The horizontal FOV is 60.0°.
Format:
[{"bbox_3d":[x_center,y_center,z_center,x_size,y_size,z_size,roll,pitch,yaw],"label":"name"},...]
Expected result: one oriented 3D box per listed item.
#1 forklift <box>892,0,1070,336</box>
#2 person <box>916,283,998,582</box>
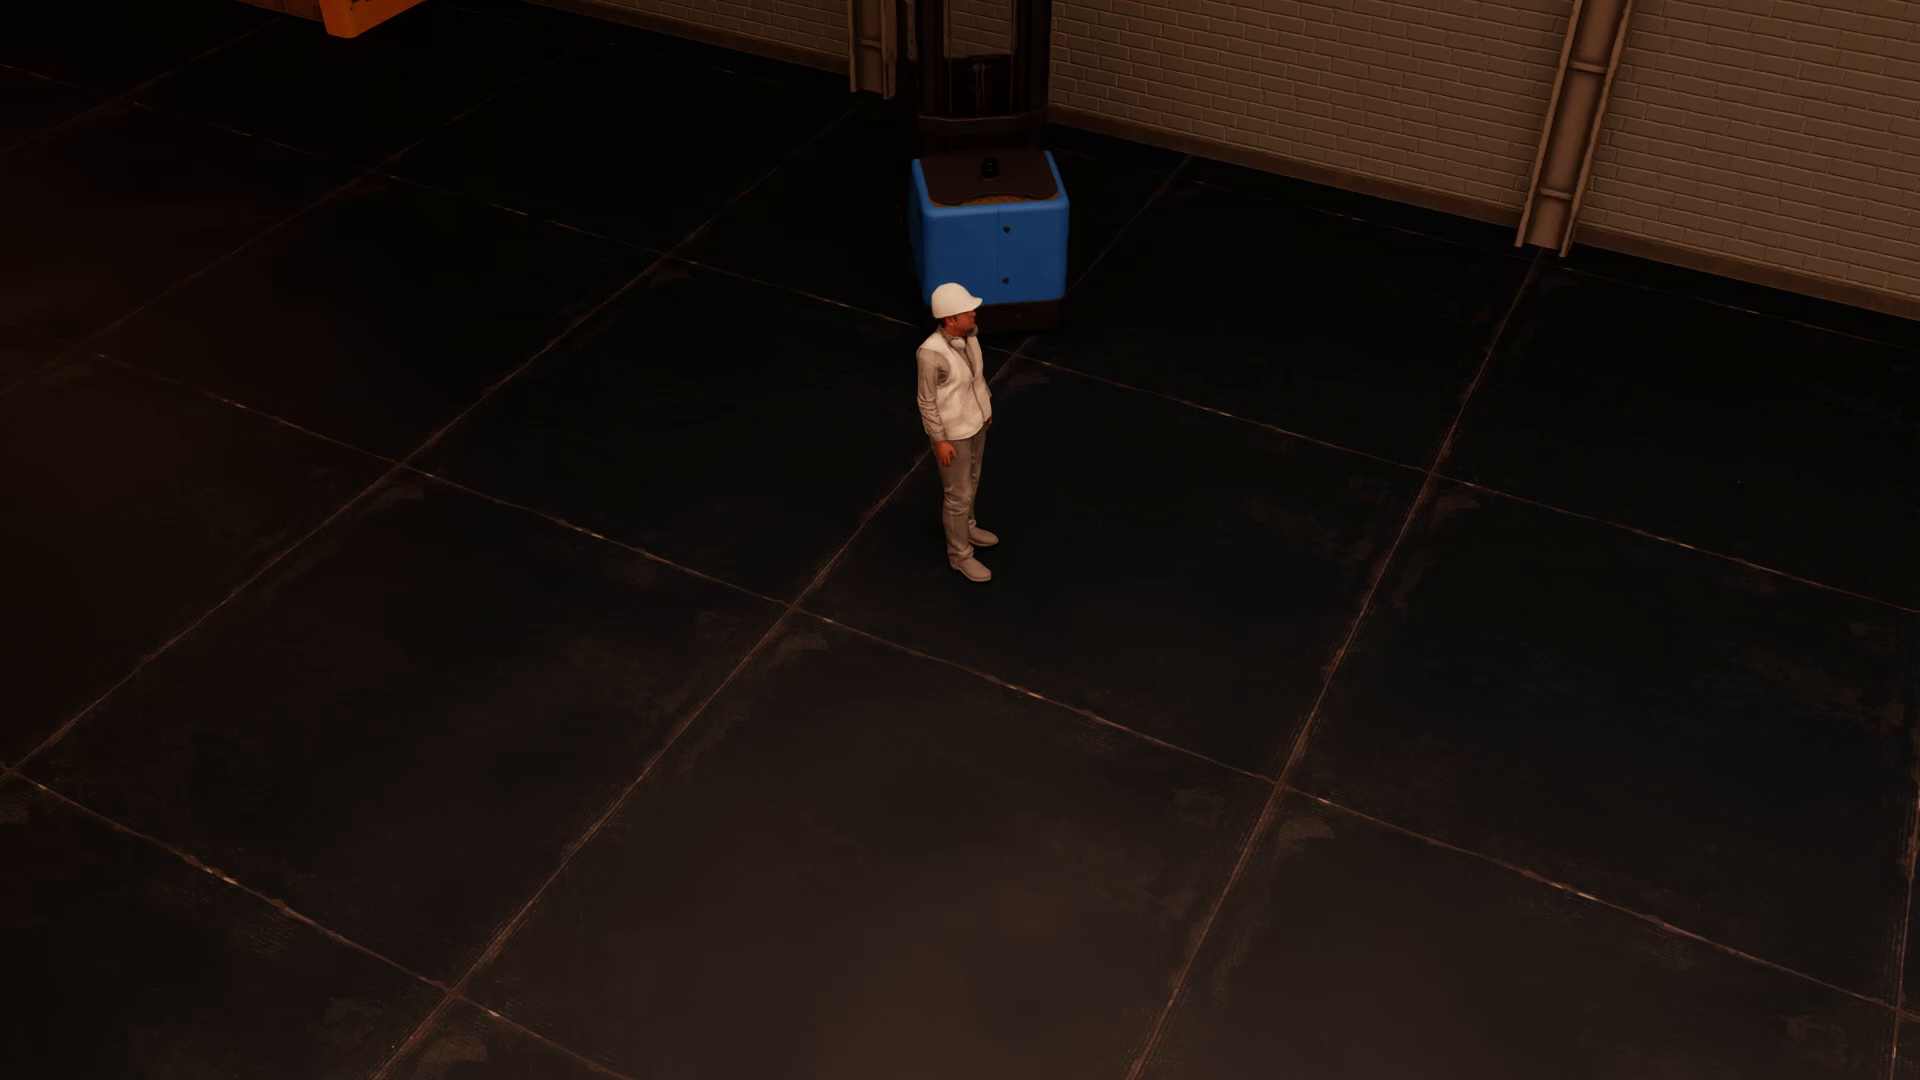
[{"bbox_3d":[0.064,-3.511,12.156,1.130,2.935,3.031,-5,40,-6],"label":"forklift"},{"bbox_3d":[0.051,-0.661,9.658,0.568,1.773,0.632,18,43,21],"label":"person"}]
